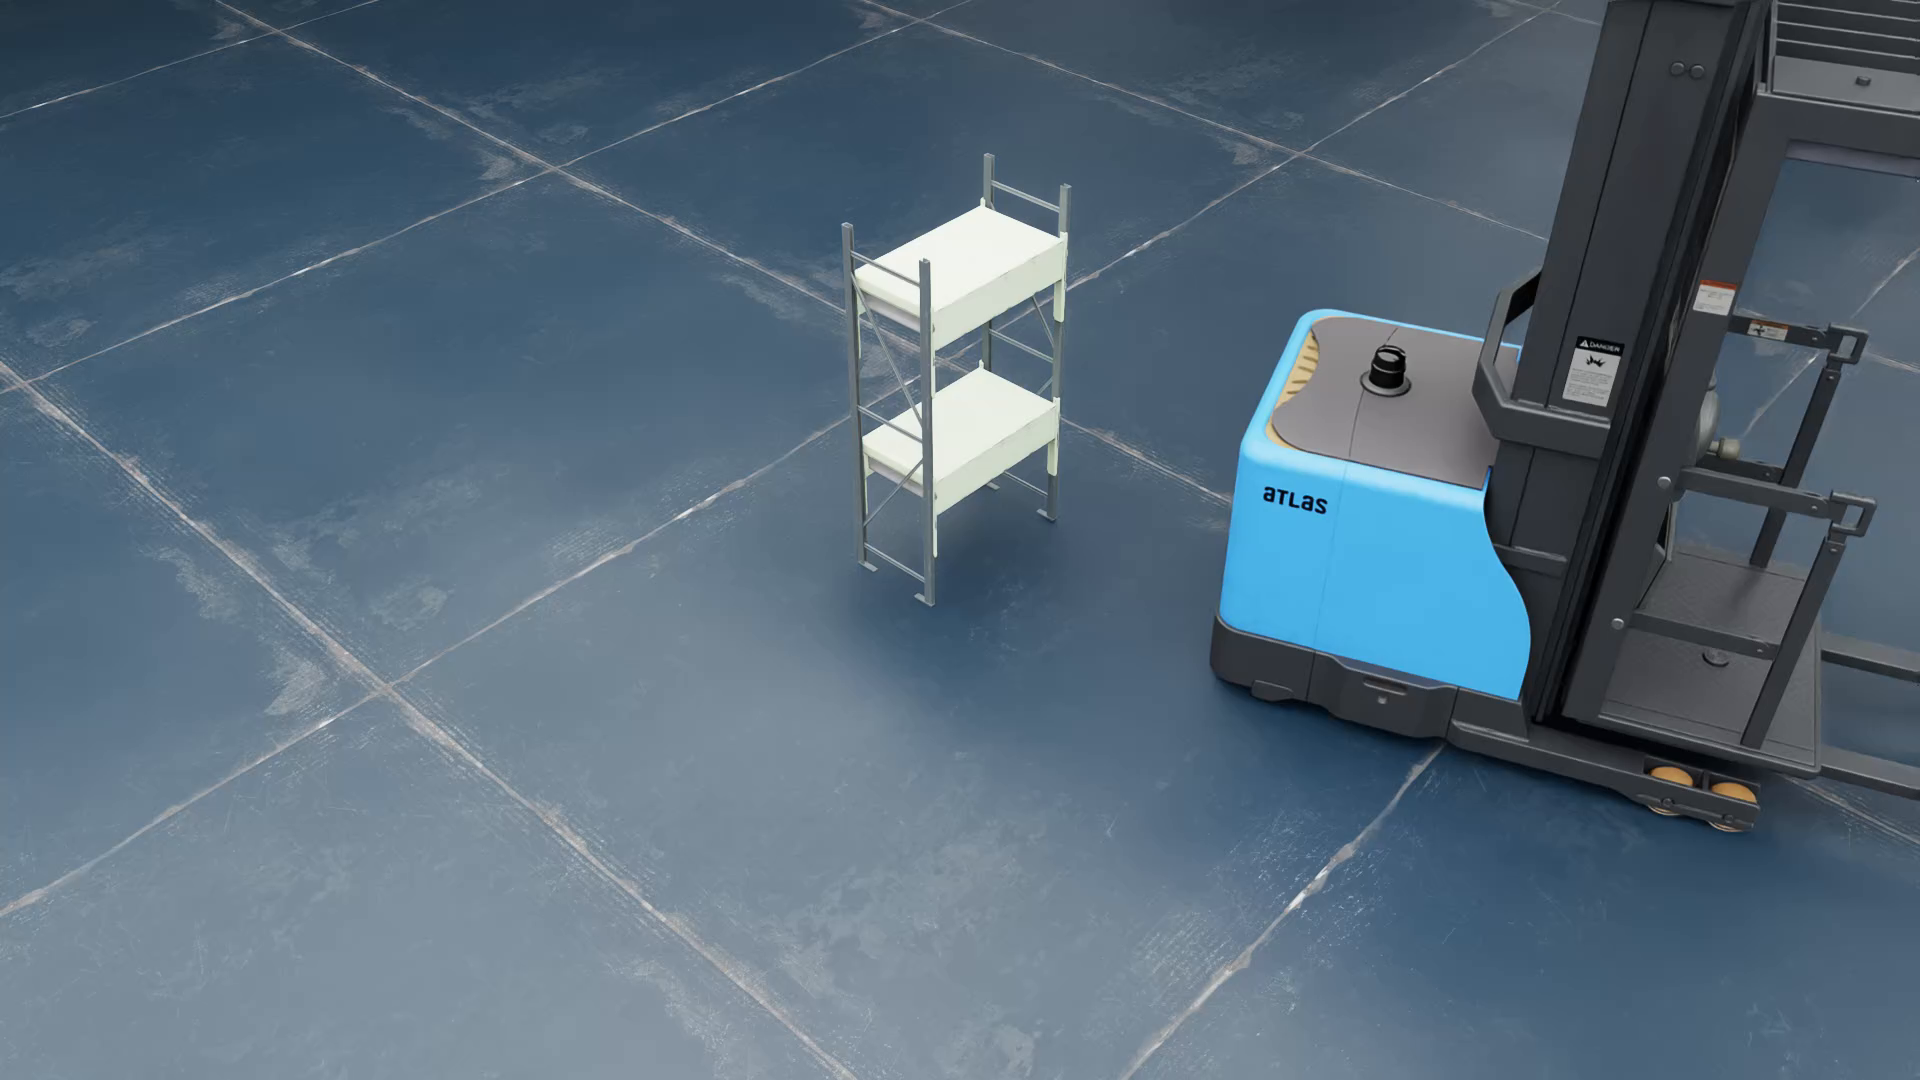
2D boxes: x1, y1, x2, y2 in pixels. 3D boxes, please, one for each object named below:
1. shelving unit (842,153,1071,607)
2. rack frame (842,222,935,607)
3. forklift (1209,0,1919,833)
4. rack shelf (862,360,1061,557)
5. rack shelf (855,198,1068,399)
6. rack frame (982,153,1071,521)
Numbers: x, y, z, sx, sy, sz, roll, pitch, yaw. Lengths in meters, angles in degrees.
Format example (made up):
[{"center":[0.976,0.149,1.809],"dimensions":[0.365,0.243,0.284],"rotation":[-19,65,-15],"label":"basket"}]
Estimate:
[{"center":[-0.004,-0.584,6.279],"dimensions":[0.431,1.500,0.755],"rotation":[30,47,32],"label":"shelving unit"},{"center":[-0.251,-0.416,6.068],"dimensions":[0.400,1.500,0.023],"rotation":[30,47,32],"label":"rack frame"},{"center":[2.479,-0.554,5.092],"dimensions":[3.031,2.935,1.130],"rotation":[14,41,17],"label":"forklift"},{"center":[-0.004,-0.329,6.482],"dimensions":[0.431,0.370,0.720],"rotation":[30,47,32],"label":"rack shelf"},{"center":[-0.004,-0.889,6.036],"dimensions":[0.431,0.370,0.720],"rotation":[30,47,32],"label":"rack shelf"},{"center":[0.242,-0.752,6.491],"dimensions":[0.400,1.500,0.023],"rotation":[30,47,32],"label":"rack frame"}]
